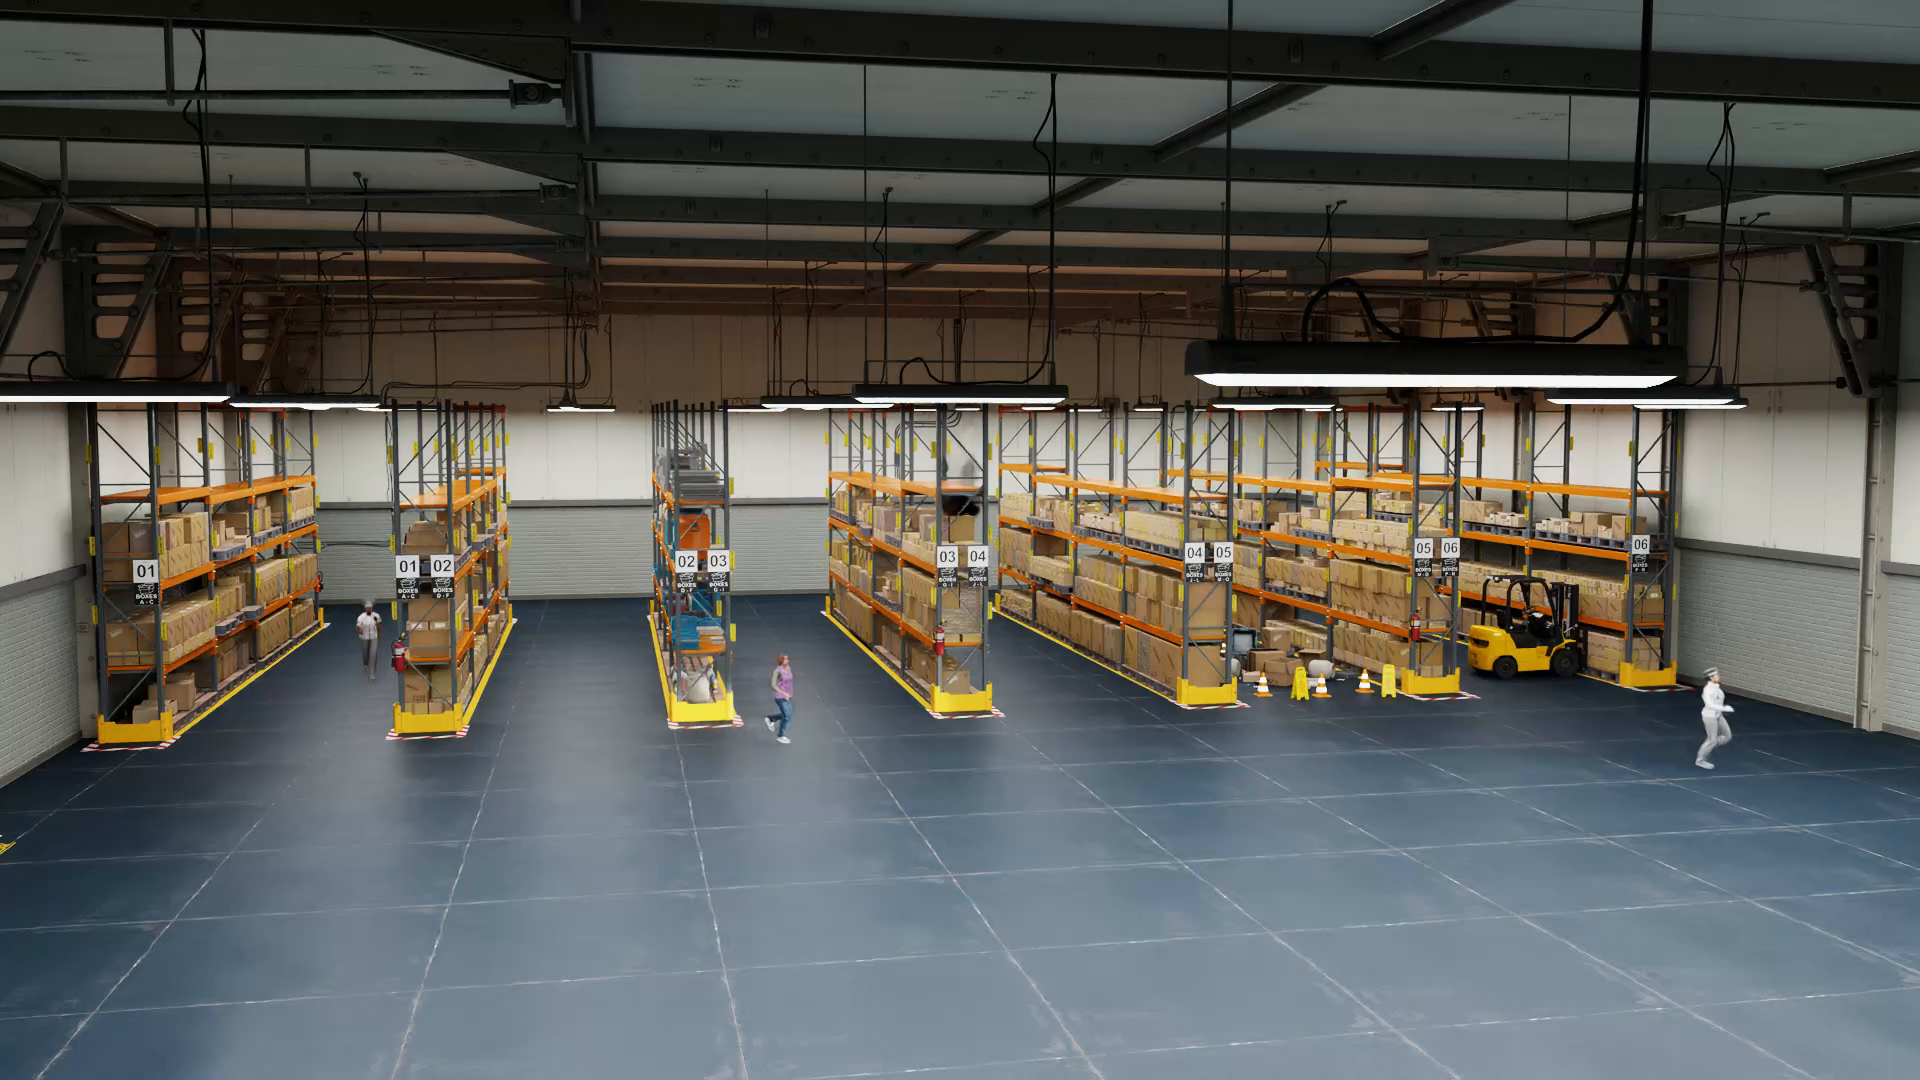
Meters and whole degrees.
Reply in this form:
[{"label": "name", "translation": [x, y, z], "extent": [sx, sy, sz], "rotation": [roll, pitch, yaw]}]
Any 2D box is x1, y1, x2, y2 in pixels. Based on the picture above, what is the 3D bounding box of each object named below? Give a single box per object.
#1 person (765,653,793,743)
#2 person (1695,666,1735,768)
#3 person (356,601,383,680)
[{"label": "person", "translation": [-3.164, 2.757, 29.151], "extent": [0.606, 1.576, 0.552], "rotation": [2, 5, 29]}, {"label": "person", "translation": [12.221, 2.863, 26.879], "extent": [0.569, 1.660, 0.597], "rotation": [3, 5, 38]}, {"label": "person", "translation": [-12.875, 2.153, 36.262], "extent": [0.562, 1.682, 0.889], "rotation": [-2, 5, -23]}]
